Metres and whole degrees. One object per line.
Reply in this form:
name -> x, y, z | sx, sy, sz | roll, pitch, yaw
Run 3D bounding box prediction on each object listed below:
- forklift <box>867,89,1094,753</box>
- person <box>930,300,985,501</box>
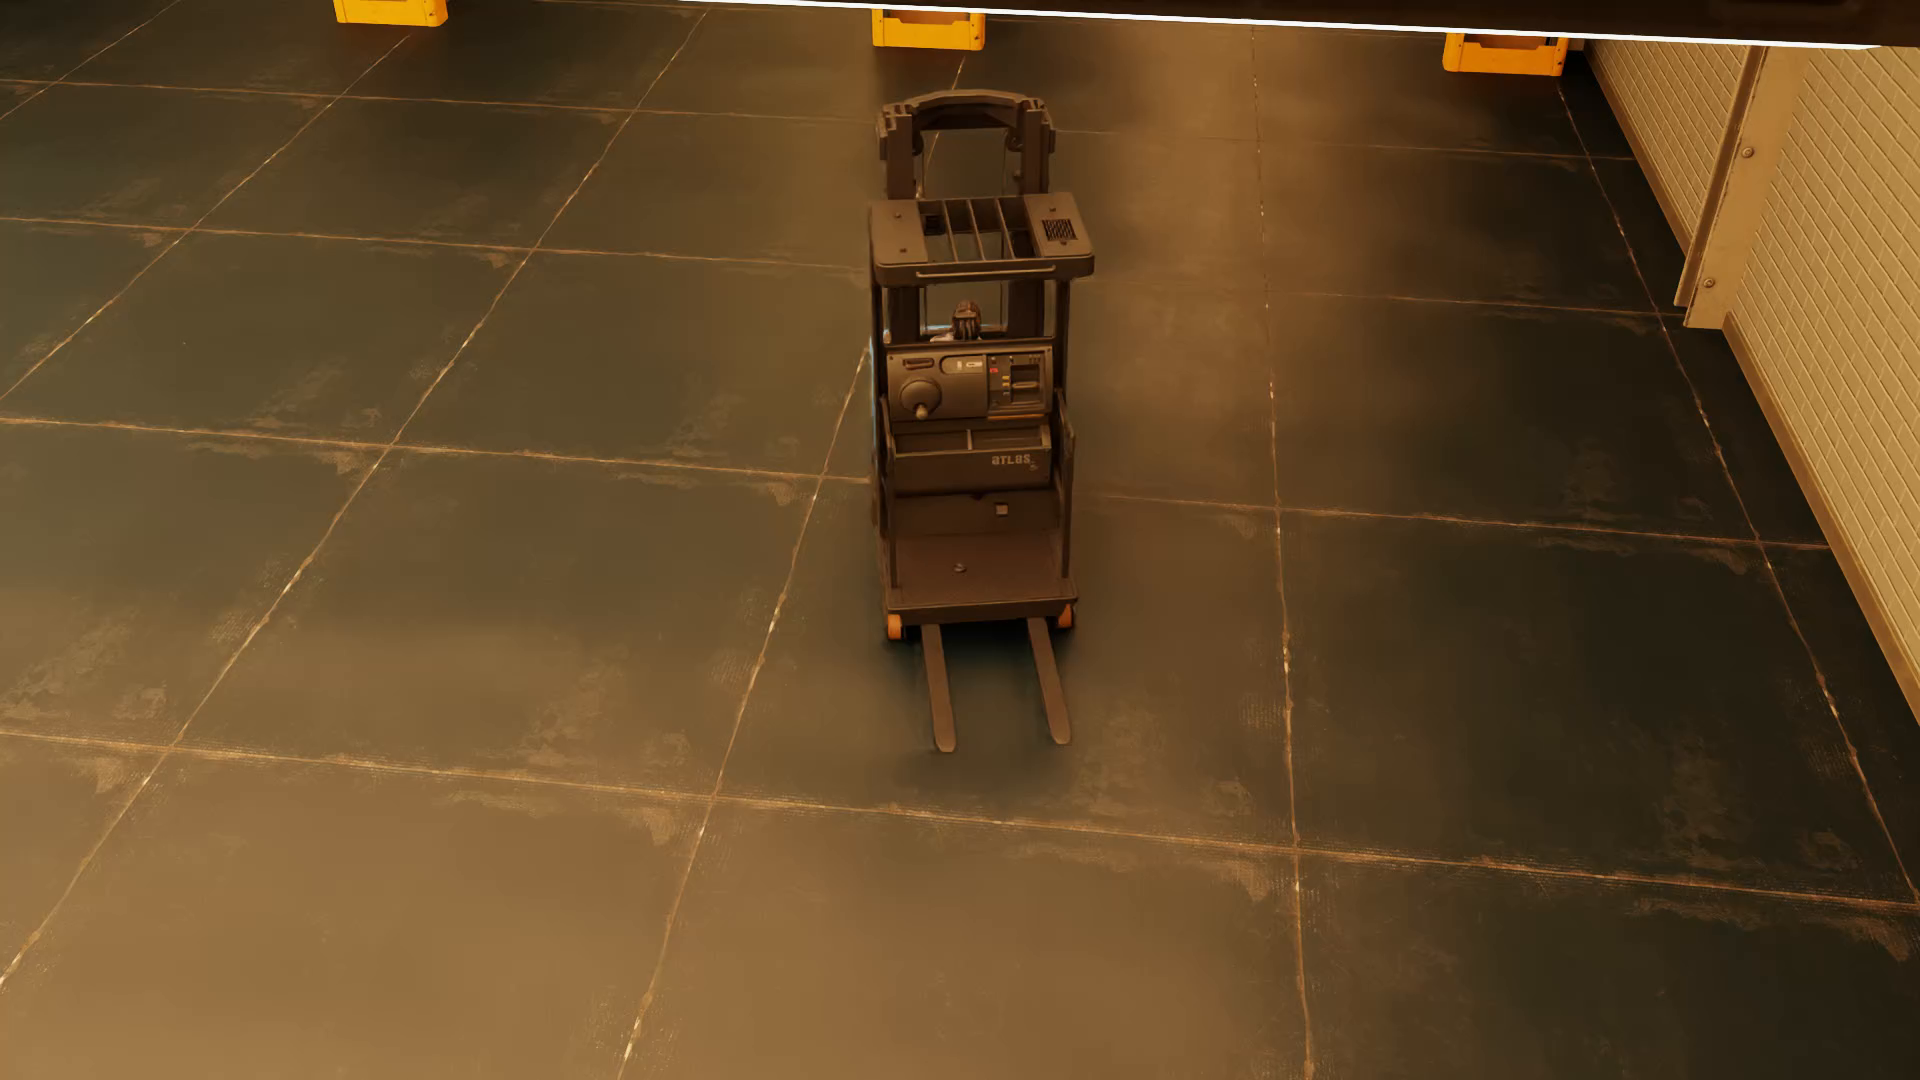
forklift -> 0.083, -0.812, 9.131 | 1.130, 2.935, 3.031 | -4, 37, -5
person -> -0.033, -0.622, 9.944 | 0.601, 1.646, 0.524 | 4, 37, 6
